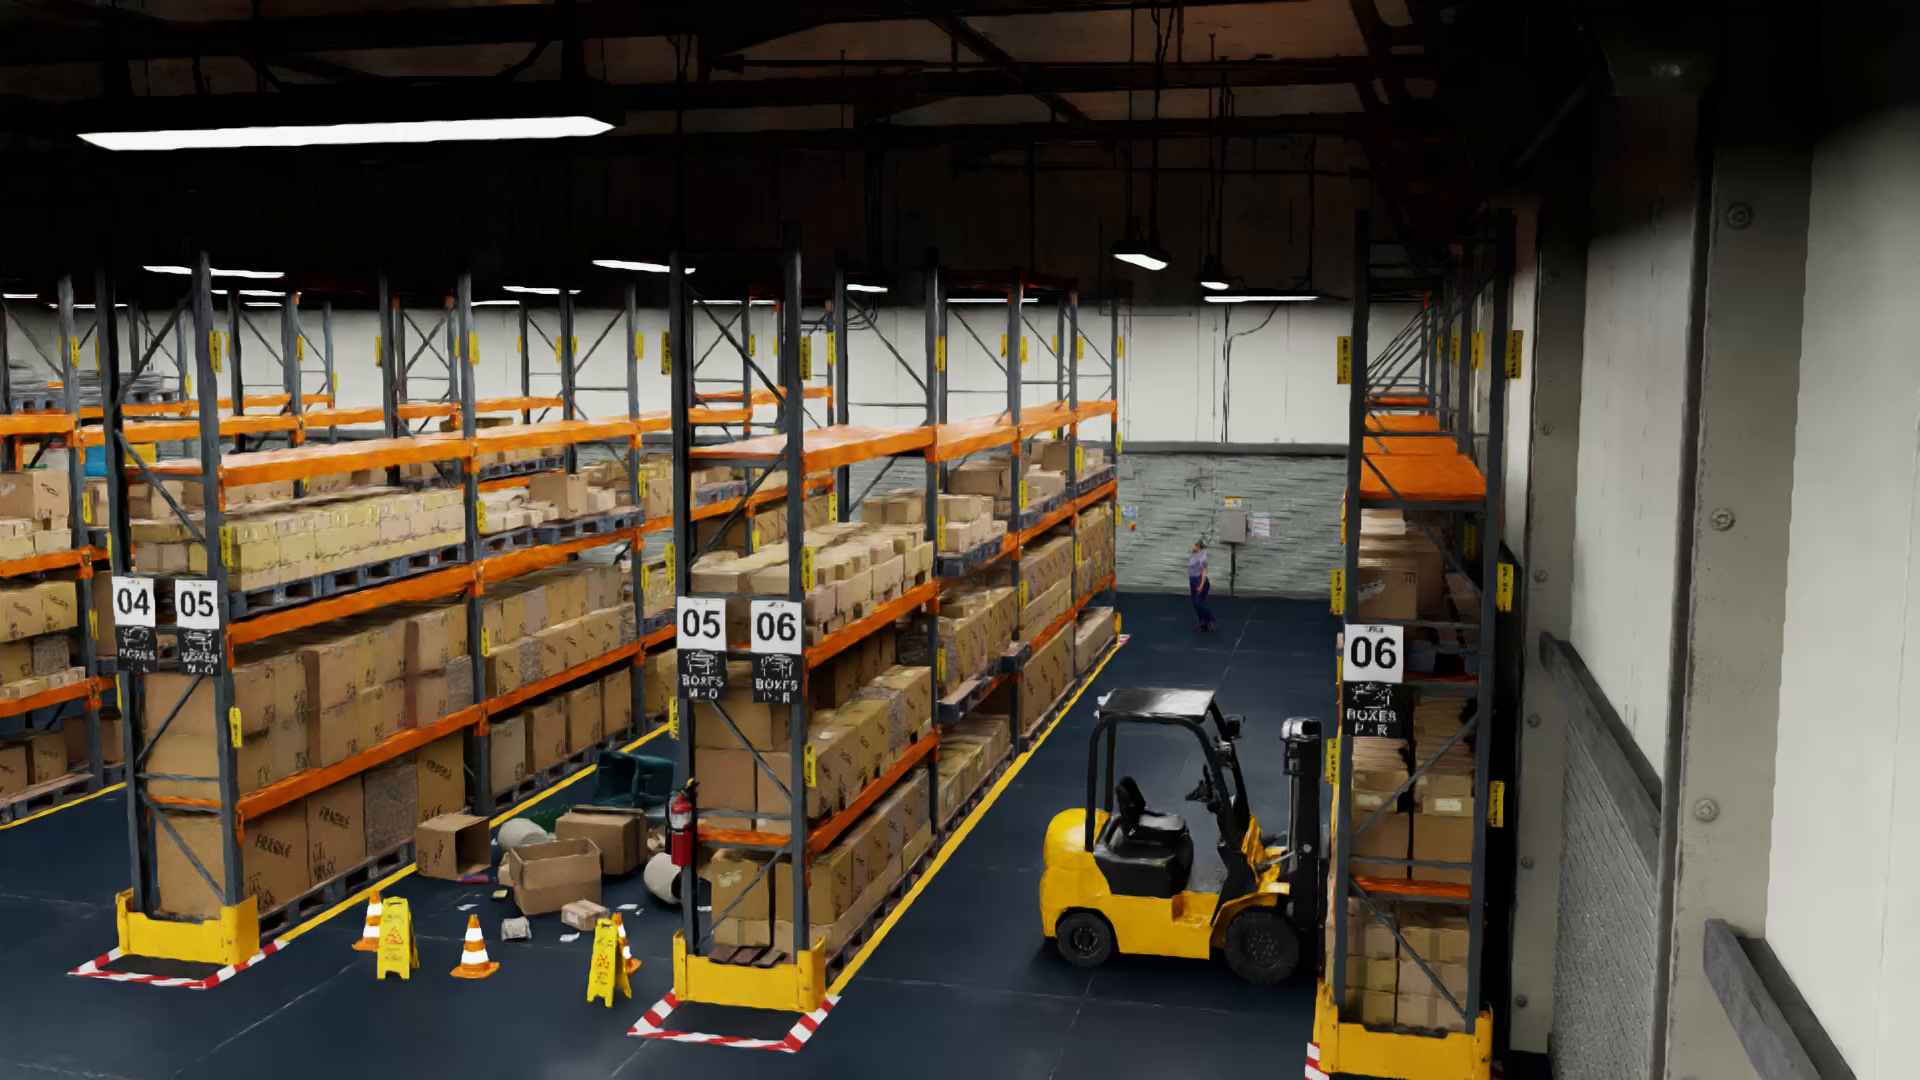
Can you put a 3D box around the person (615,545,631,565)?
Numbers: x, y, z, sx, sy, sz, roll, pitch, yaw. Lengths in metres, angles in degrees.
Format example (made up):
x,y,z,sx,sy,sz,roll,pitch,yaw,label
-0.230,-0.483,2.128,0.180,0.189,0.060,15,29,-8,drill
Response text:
x,y,z,sx,sy,sz,roll,pitch,yaw,label
-5.503,0.963,27.110,0.542,1.788,0.626,4,8,31,person

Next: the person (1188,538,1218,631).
x,y,z,sx,sy,sz,roll,pitch,yaw,label
4.262,0.794,29.201,0.457,1.627,0.652,-2,7,-12,person
